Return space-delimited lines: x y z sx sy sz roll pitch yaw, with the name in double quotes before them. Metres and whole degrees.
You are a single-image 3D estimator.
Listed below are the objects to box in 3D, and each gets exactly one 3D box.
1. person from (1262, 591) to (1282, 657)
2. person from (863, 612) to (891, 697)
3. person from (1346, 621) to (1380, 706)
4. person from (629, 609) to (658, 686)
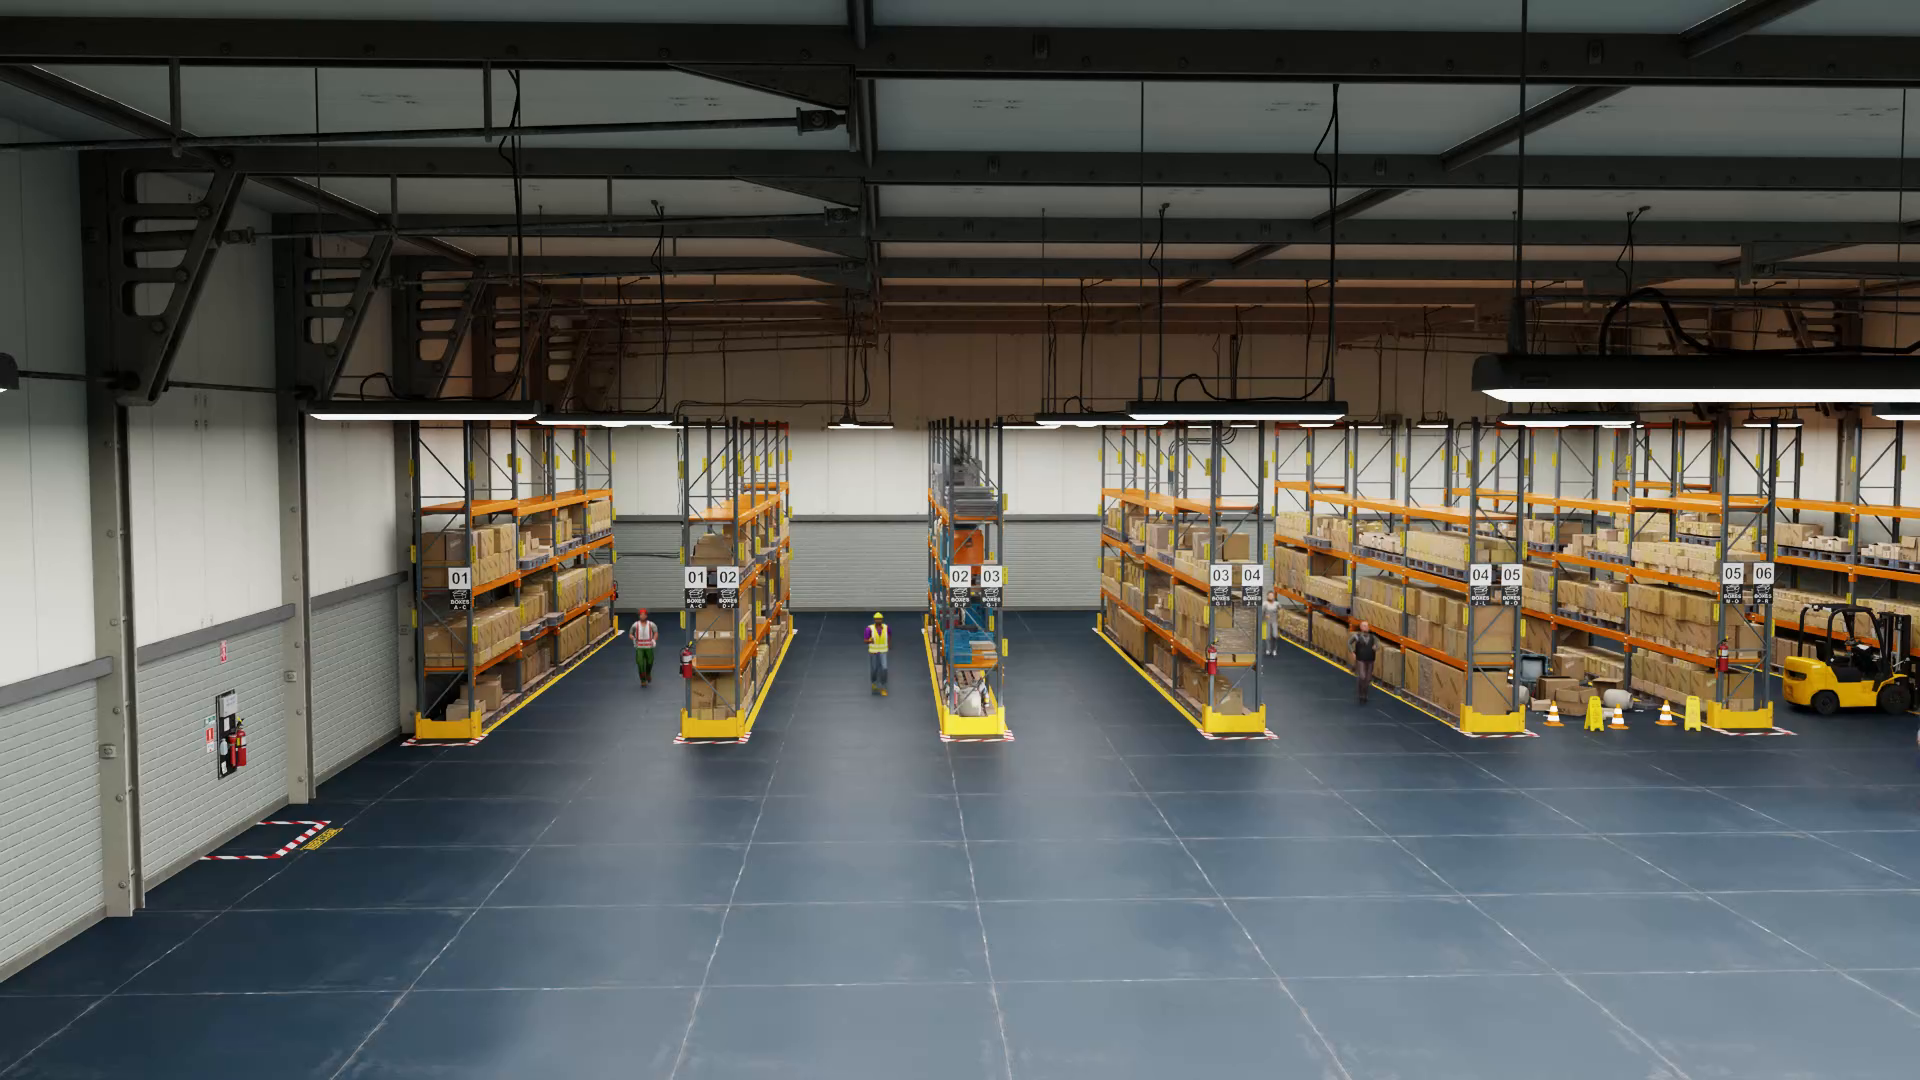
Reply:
"person" 7.932 2.139 42.331 0.592 1.678 0.665 0 4 2
"person" -1.791 2.475 36.240 0.635 1.815 0.841 -1 4 -8
"person" 8.485 2.595 34.872 0.637 1.773 0.715 0 4 -6
"person" -7.079 2.416 37.265 0.649 1.740 0.601 -1 4 -13
